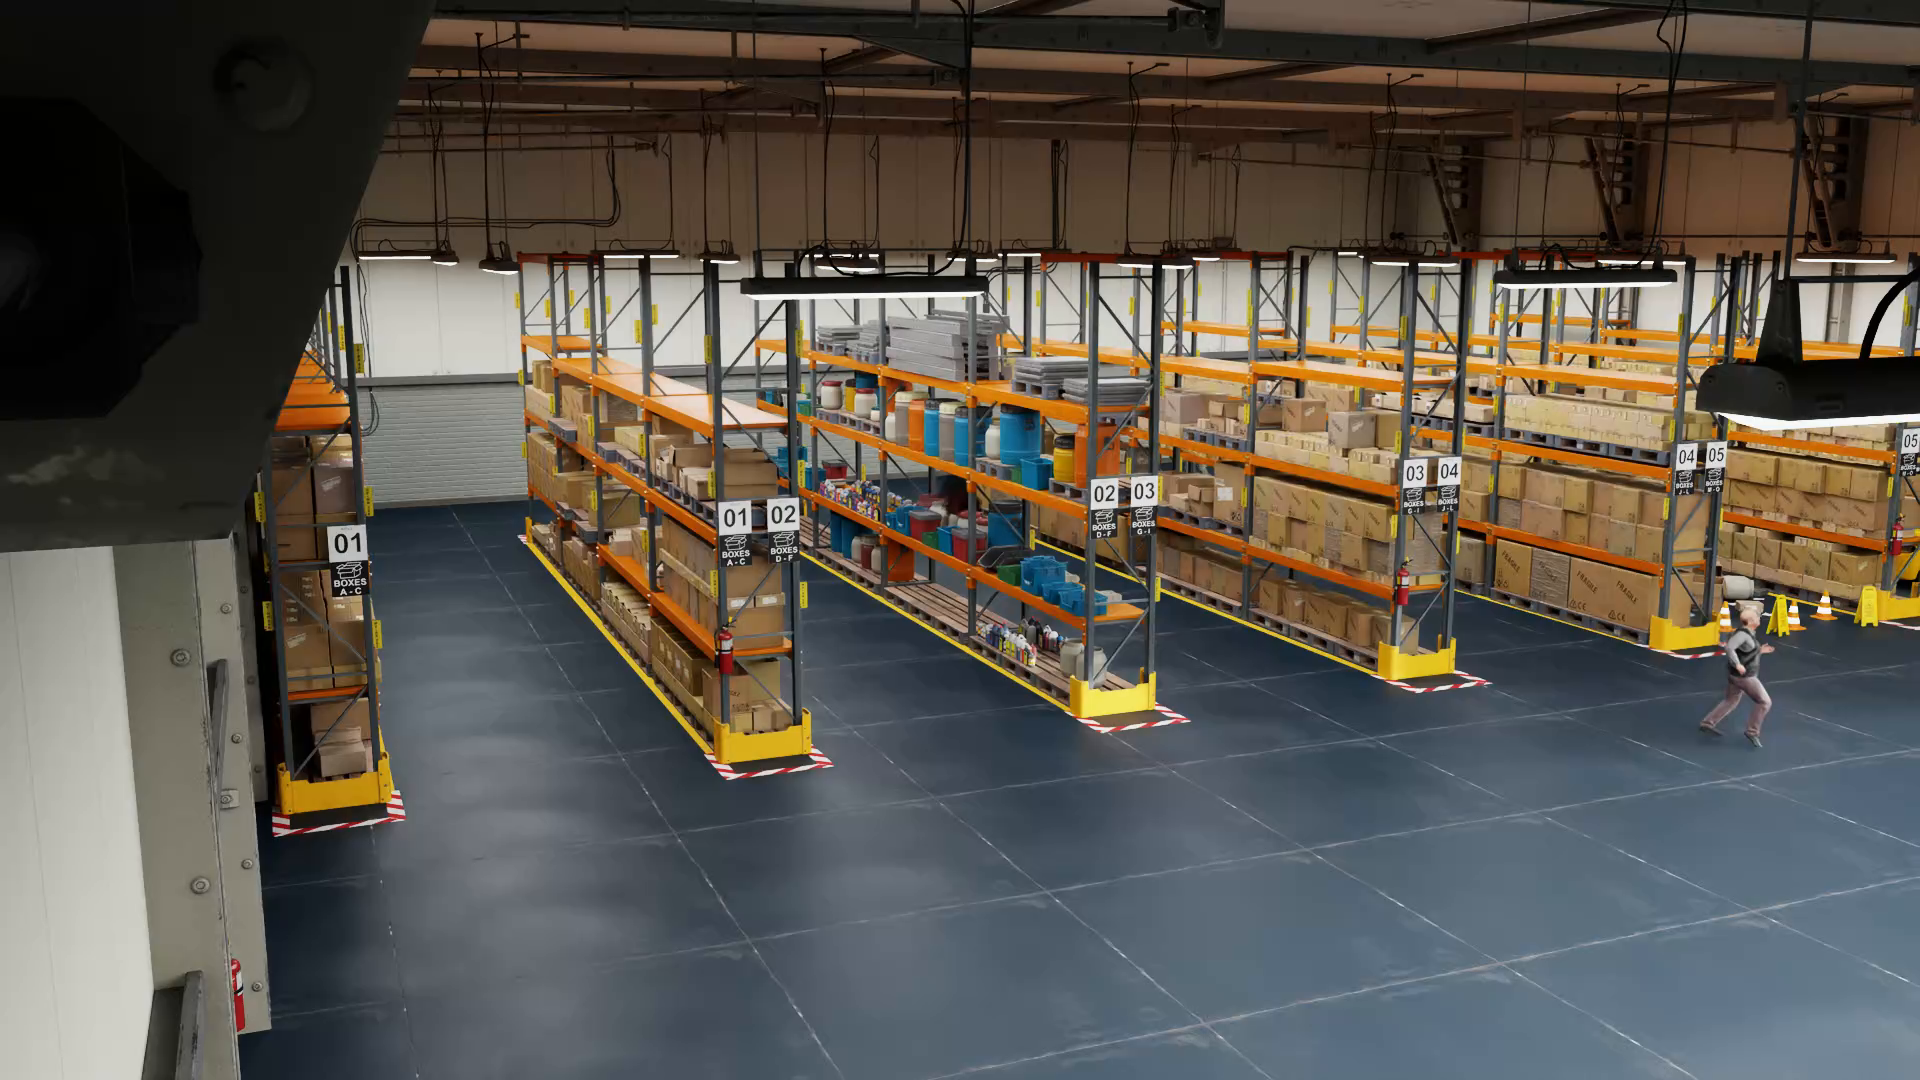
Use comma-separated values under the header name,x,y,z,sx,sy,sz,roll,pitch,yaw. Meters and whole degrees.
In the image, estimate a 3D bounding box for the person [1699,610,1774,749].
name,x,y,z,sx,sy,sz,roll,pitch,yaw
person,9.766,1.734,20.896,0.795,1.770,0.635,3,11,14

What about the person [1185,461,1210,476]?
name,x,y,z,sx,sy,sz,roll,pitch,yaw
person,6.006,-2.150,42.066,0.841,1.712,0.544,-5,12,-26
